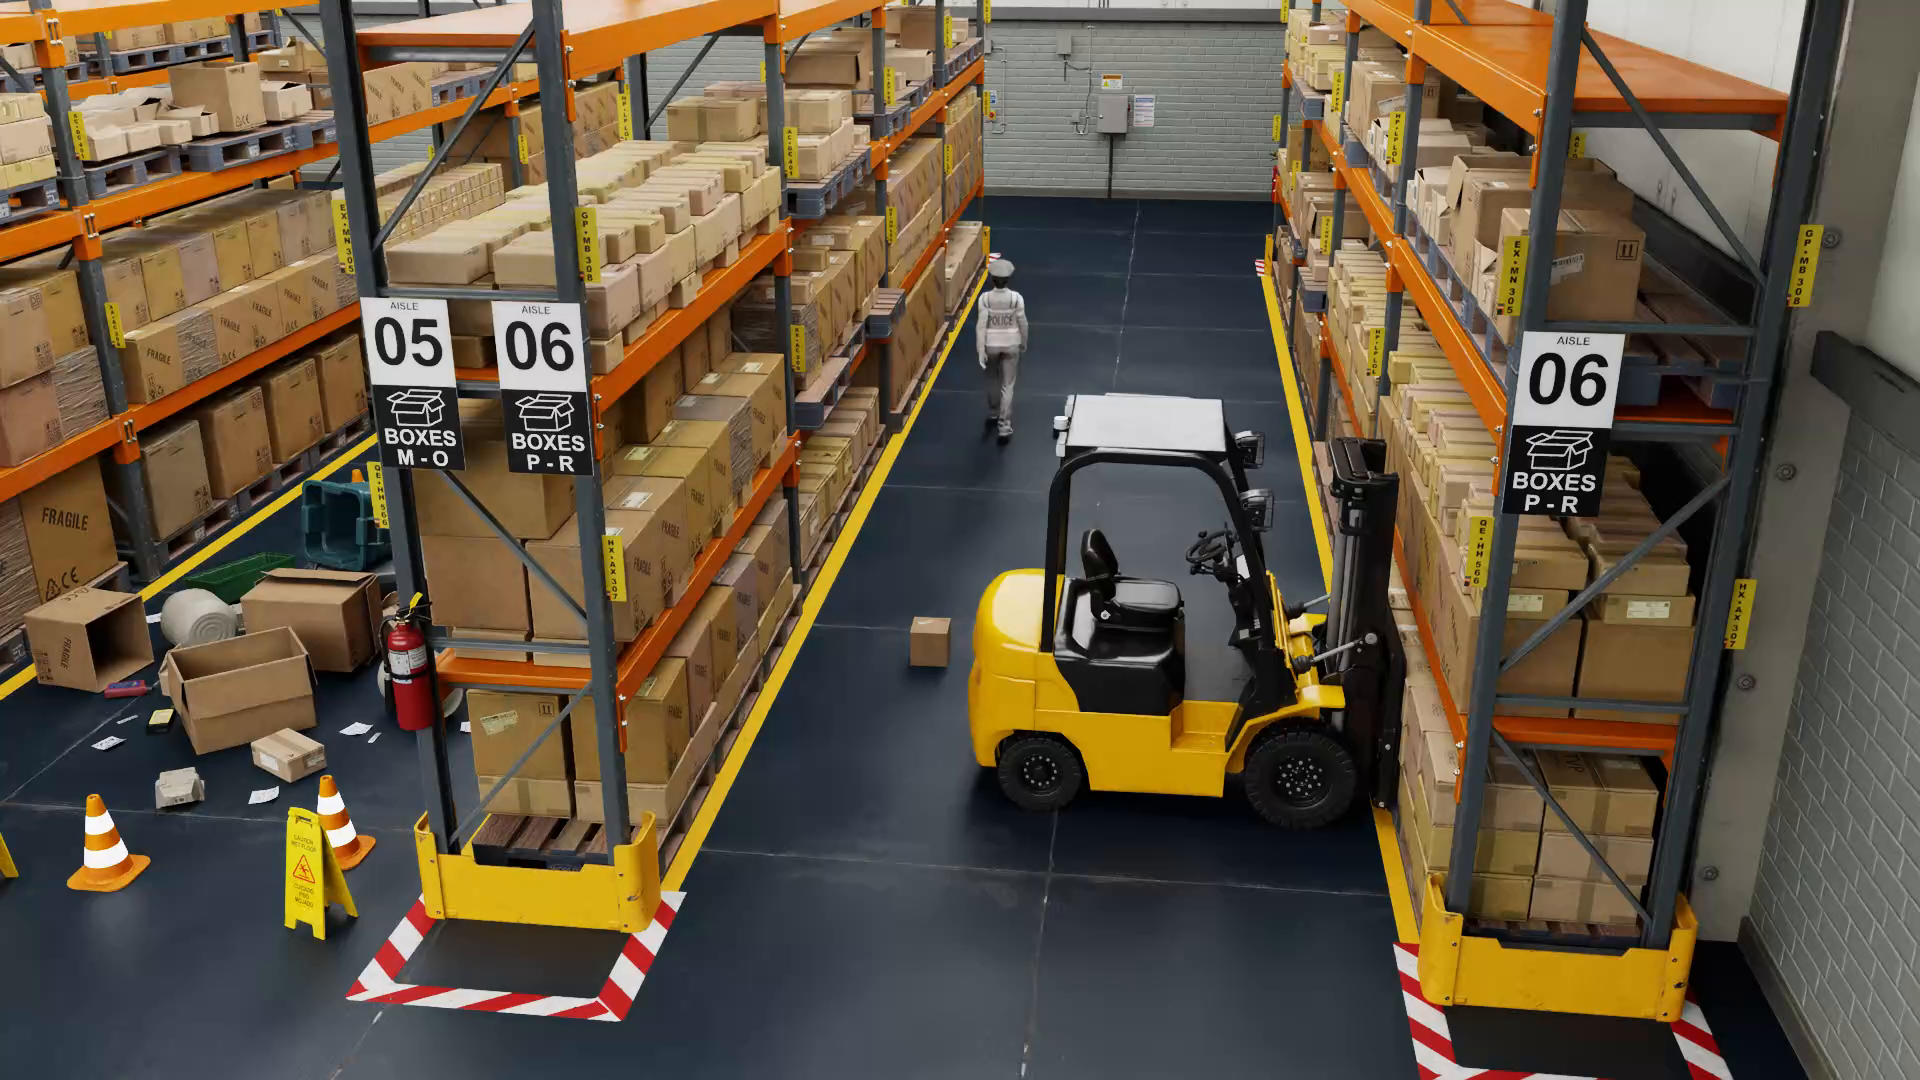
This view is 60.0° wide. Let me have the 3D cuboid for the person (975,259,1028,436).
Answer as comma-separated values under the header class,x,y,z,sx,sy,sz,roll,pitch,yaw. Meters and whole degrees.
class,x,y,z,sx,sy,sz,roll,pitch,yaw
person,0.408,-1.867,15.808,0.485,1.637,0.970,3,21,7
